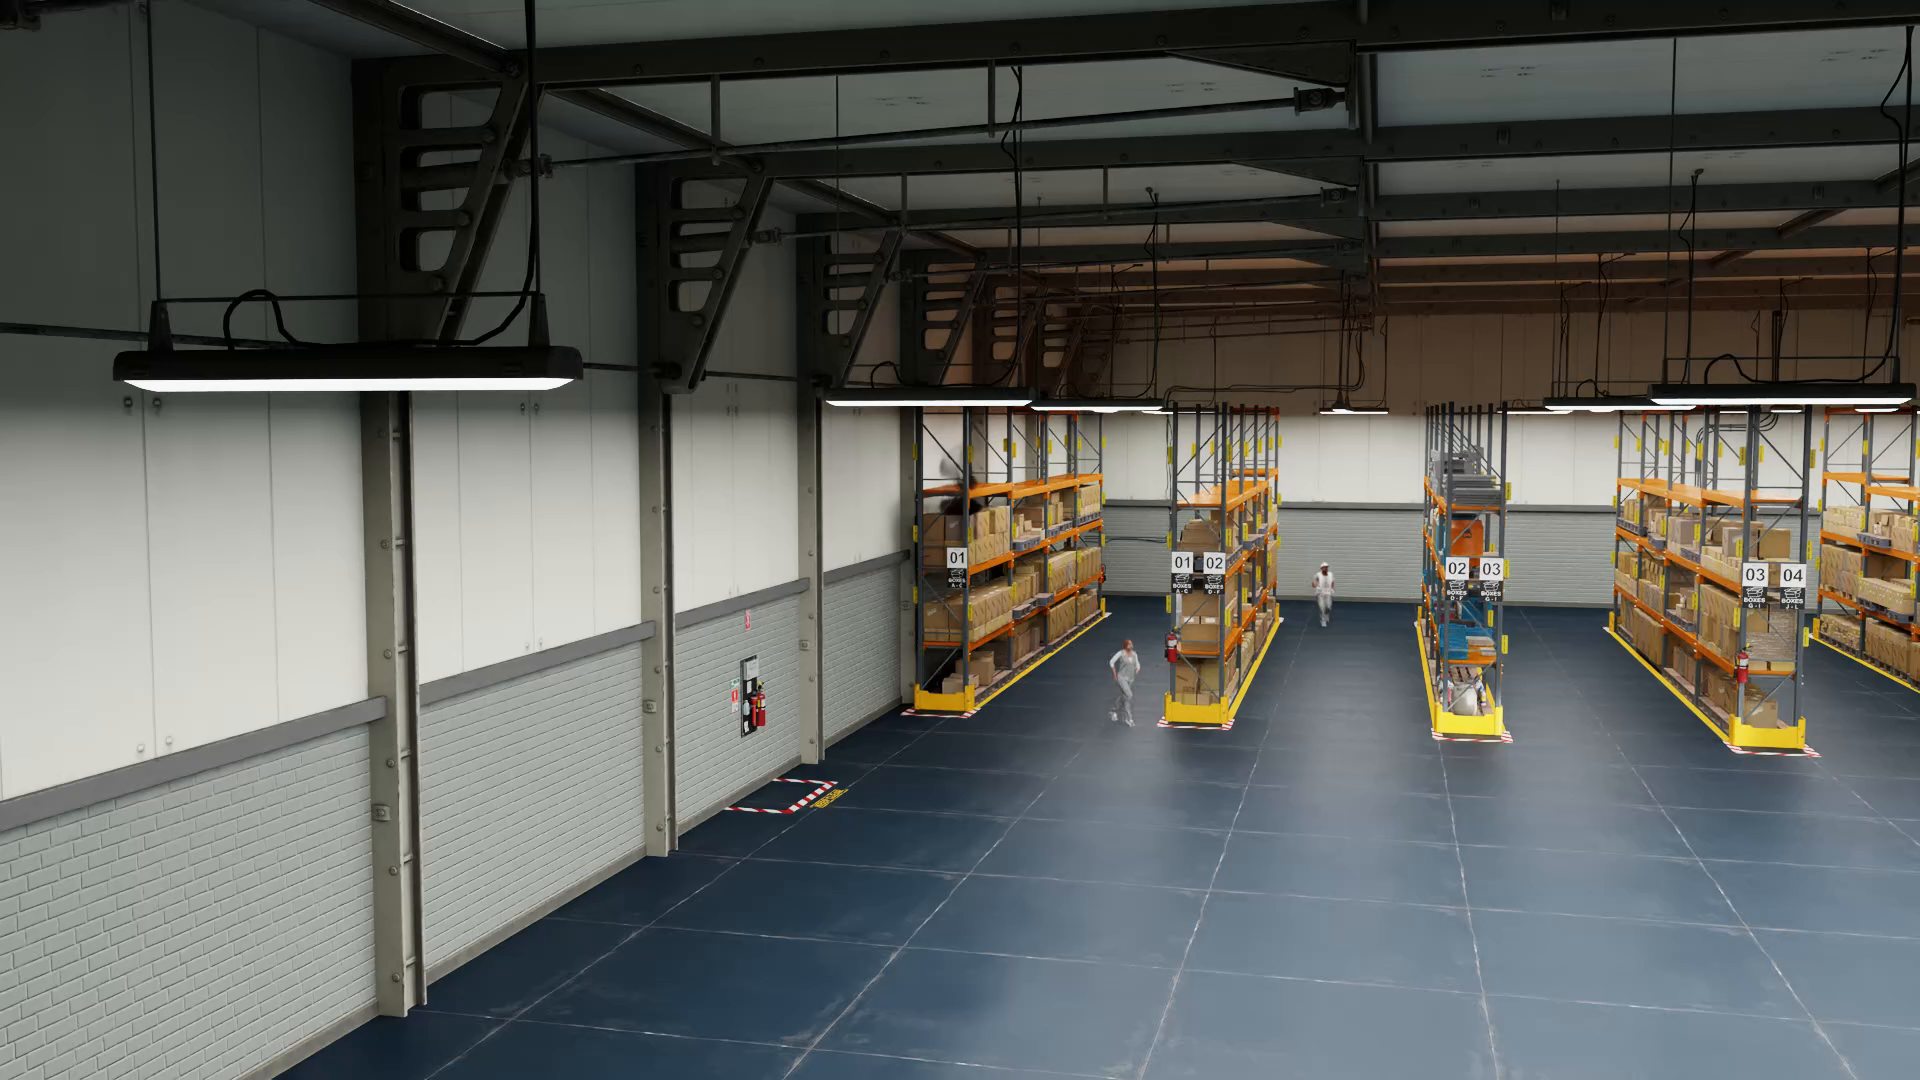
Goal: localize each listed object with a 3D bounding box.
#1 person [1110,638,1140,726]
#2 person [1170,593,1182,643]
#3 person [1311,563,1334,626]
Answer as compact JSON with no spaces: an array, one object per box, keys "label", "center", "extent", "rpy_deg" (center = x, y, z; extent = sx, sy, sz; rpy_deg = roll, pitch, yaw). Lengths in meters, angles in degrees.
[{"label":"person","center":[3.108,2.617,30.968],"extent":[0.525,1.584,0.802],"rpy_deg":[-3,5,-32]},{"label":"person","center":[5.390,1.822,40.482],"extent":[0.643,1.829,0.850],"rpy_deg":[1,4,8]},{"label":"person","center":[9.954,1.492,45.543],"extent":[0.665,1.746,0.632],"rpy_deg":[0,4,-5]}]
